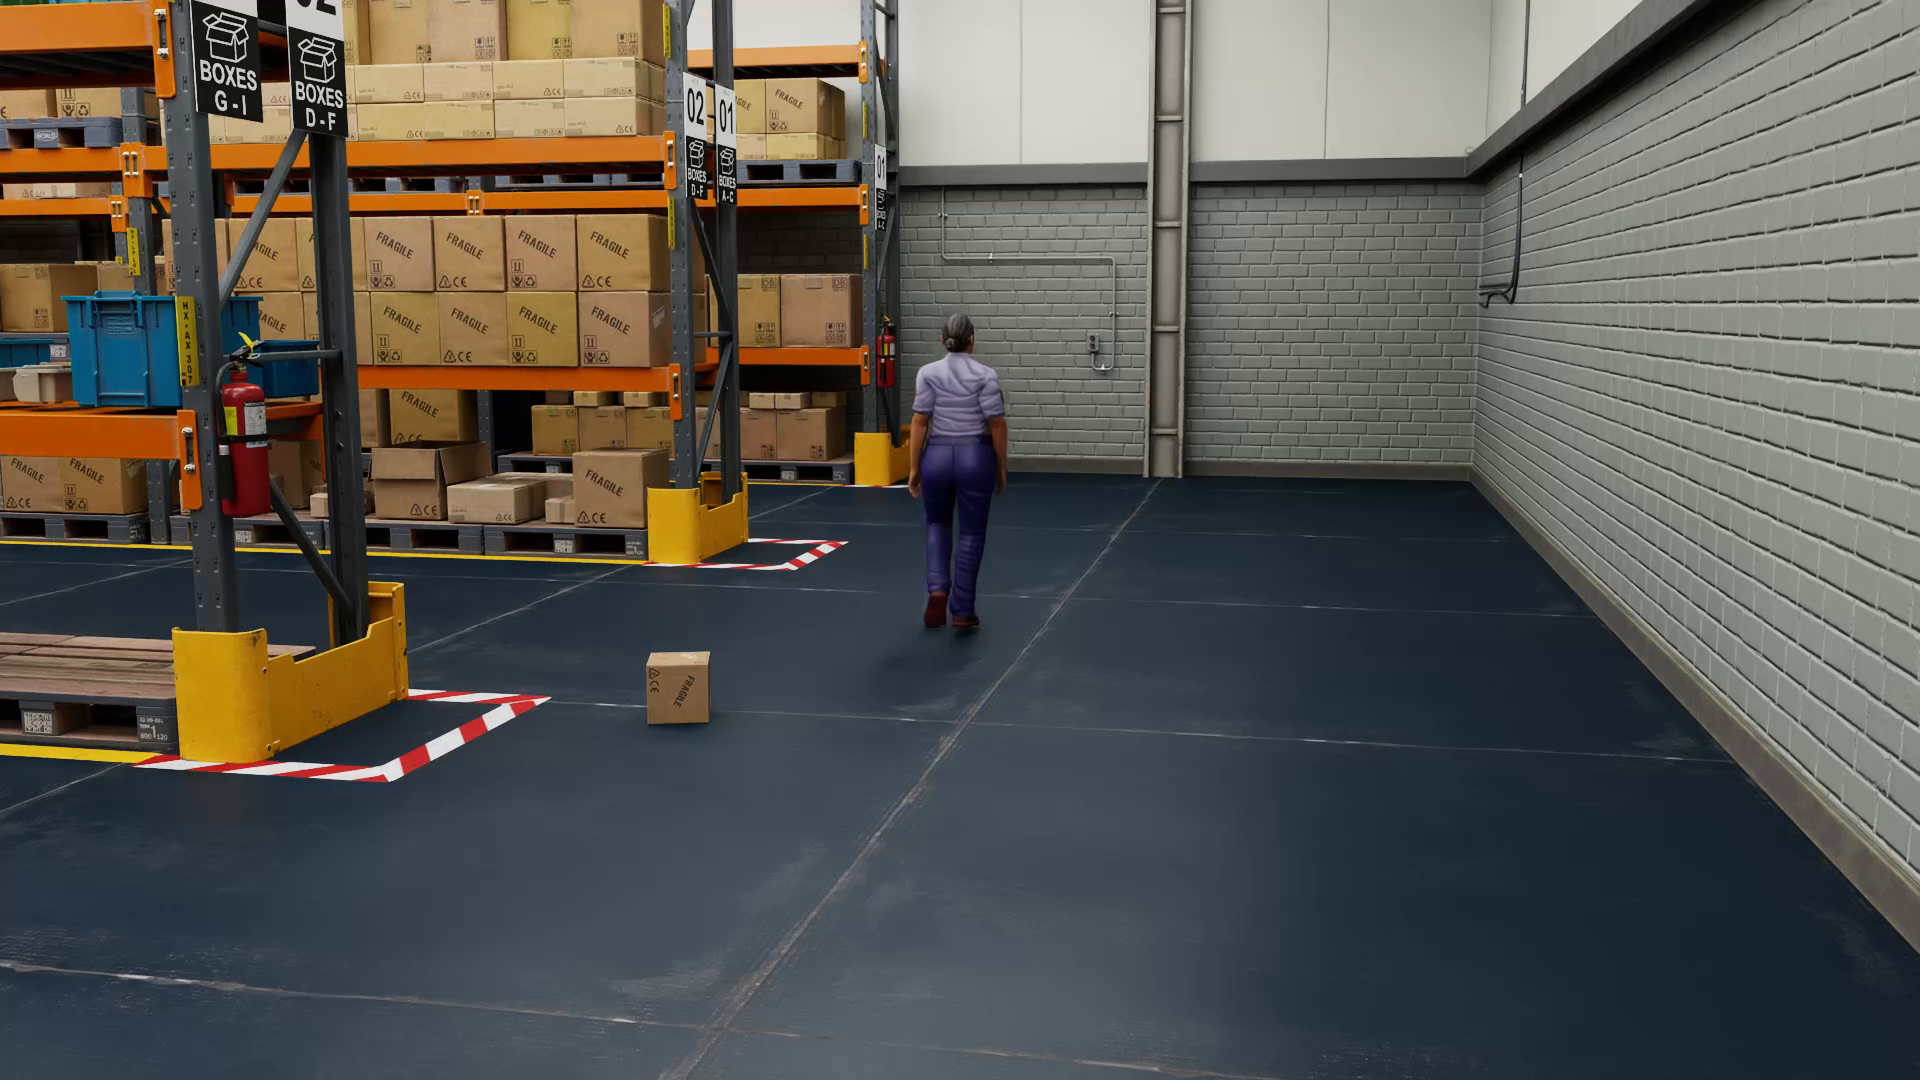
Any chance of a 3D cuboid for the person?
[{"bbox_3d":[0.006,-0.343,8.779,0.511,1.692,0.470,2,8,13],"label":"person"}]
